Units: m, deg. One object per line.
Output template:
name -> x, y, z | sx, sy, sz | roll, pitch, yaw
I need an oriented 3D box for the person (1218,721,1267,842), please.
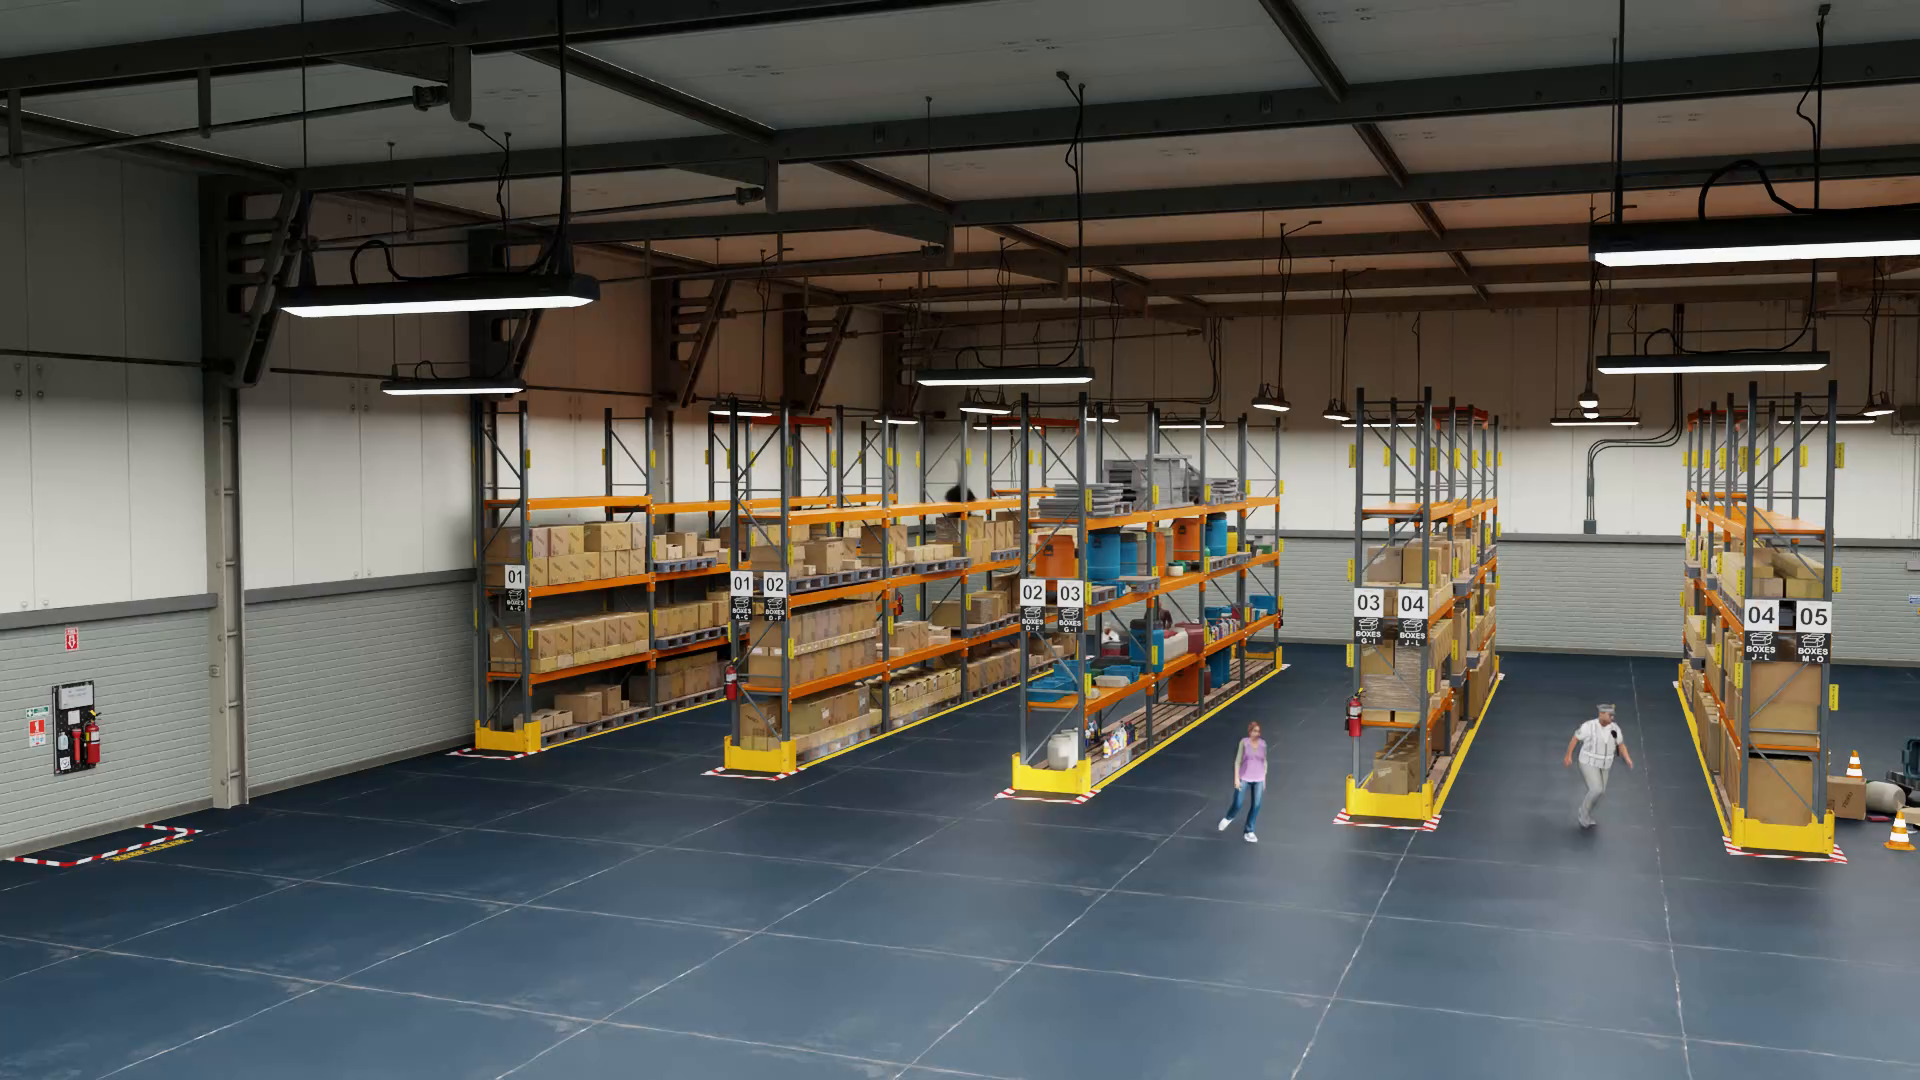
person -> 3.717, 3.141, 21.815 | 0.575, 1.572, 0.527 | 0, 3, -6

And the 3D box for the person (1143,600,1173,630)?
person -> 4.658, 2.244, 39.232 | 0.707, 1.713, 0.713 | 0, 3, 7

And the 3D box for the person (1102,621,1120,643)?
person -> 3.174, 2.491, 34.976 | 0.583, 1.605, 0.759 | 2, 3, 34

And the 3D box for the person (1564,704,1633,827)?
person -> 8.662, 3.043, 22.472 | 0.651, 1.693, 0.817 | -1, 3, -15
